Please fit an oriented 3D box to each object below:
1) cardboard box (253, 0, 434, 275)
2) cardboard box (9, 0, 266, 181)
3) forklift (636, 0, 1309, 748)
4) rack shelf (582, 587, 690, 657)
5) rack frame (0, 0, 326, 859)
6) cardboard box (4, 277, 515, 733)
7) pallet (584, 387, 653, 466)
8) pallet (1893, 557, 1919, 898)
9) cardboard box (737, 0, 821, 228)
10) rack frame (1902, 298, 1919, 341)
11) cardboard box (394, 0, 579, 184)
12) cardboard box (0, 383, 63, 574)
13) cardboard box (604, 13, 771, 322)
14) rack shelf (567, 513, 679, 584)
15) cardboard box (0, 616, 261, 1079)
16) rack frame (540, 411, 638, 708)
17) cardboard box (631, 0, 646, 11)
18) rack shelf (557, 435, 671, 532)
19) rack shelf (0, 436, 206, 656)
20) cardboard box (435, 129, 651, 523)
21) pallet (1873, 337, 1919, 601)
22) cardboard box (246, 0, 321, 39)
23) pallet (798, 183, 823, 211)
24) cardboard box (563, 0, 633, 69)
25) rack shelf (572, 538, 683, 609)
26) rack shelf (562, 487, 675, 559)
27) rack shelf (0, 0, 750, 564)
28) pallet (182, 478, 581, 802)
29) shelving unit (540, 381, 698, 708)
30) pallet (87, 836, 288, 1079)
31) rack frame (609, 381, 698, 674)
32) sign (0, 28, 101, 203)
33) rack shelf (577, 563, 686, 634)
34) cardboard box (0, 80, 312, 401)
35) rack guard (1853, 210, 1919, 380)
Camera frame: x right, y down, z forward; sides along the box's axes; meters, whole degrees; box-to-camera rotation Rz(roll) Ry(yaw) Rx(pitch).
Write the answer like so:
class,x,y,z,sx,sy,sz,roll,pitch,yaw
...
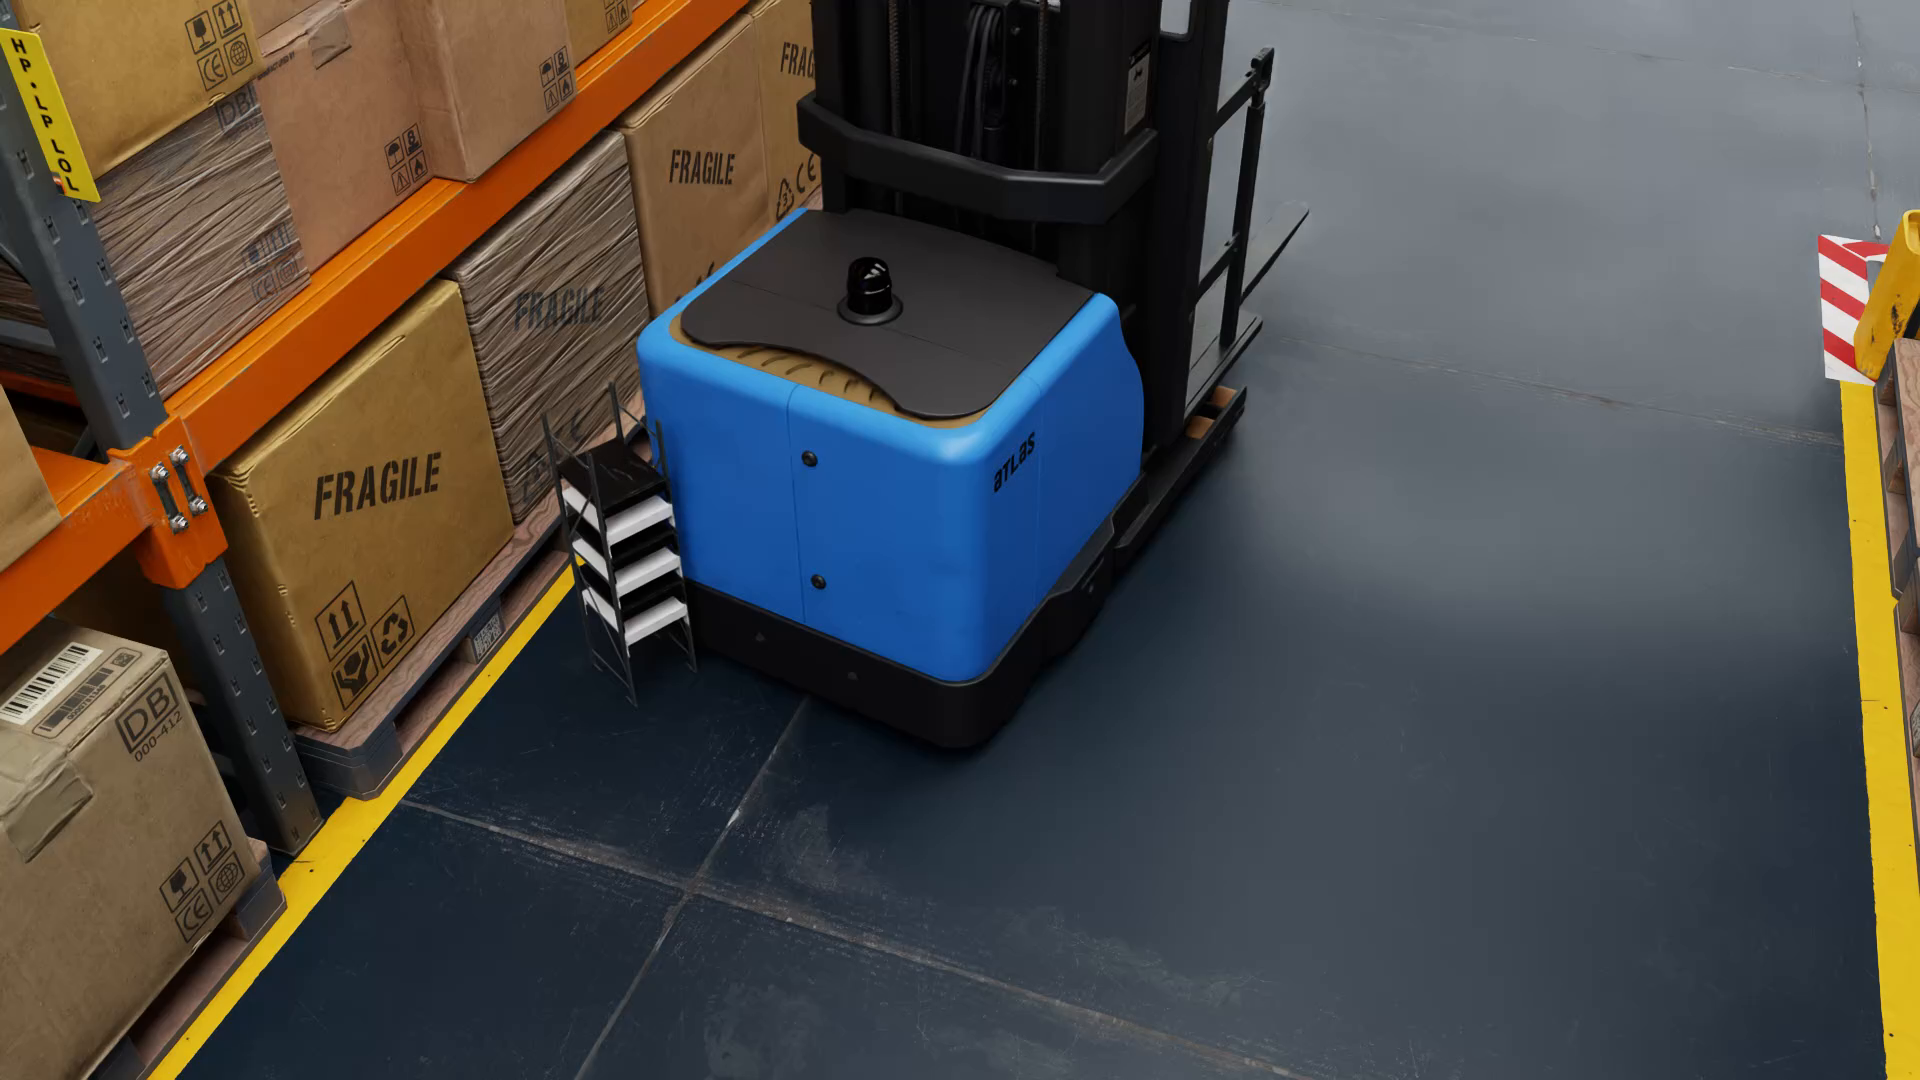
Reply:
class,x,y,z,sx,sy,sz,roll,pitch,yaw
cardboard box,-1.878,-1.092,4.104,0.875,0.550,0.550,13,42,15
cardboard box,-2.001,-1.152,3.342,0.875,0.550,0.550,13,42,15
forklift,0.317,-1.497,4.746,1.130,2.935,3.031,20,44,22
rack shelf,-0.915,0.191,4.662,0.200,0.077,0.258,-29,49,-30
rack frame,-2.160,-0.467,3.487,1.000,3.000,0.127,13,42,15
cardboard box,-1.879,-0.187,4.471,0.875,0.875,0.875,14,42,16
pallet,-1.411,-0.599,5.790,1.003,0.211,1.213,13,42,15
pallet,3.079,0.592,4.393,1.003,0.211,1.213,13,42,15
cardboard box,-0.962,-1.830,6.397,0.875,0.875,0.875,14,42,15
rack frame,3.834,-1.744,4.984,1.000,3.000,0.127,13,42,15
cardboard box,-1.583,-1.396,4.459,0.875,0.550,0.550,13,42,15
cardboard box,-2.087,-0.128,3.011,0.500,0.500,0.500,13,42,15
cardboard box,-1.261,-1.293,5.768,0.875,0.875,0.875,13,42,14
rack shelf,-0.915,-0.015,4.486,0.200,0.077,0.258,-29,49,-30
cardboard box,-2.287,0.627,3.613,1.050,0.750,0.750,13,42,15
rack frame,-0.992,0.072,4.473,0.006,0.900,0.240,-29,49,-30
cardboard box,-1.353,-2.074,5.254,0.875,0.550,0.550,13,42,15
rack shelf,-0.915,-0.151,4.369,0.200,0.077,0.258,-29,49,-30
rack shelf,-2.844,1.026,2.290,1.077,0.370,4.000,13,42,15
cardboard box,-1.574,-0.737,5.117,0.875,0.875,0.875,14,42,15
pallet,3.497,-0.150,5.263,1.003,0.211,1.213,13,42,15
cardboard box,-1.922,-1.514,3.766,0.875,0.550,0.550,13,42,15
pallet,-0.992,-1.341,6.659,1.003,0.211,1.213,13,42,15
cardboard box,-1.496,-1.741,4.864,0.875,0.550,0.500,13,42,15
rack shelf,-0.915,0.054,4.545,0.200,0.077,0.258,-29,49,-30
rack shelf,-0.915,-0.083,4.428,0.200,0.077,0.258,-29,49,-30
rack shelf,-1.476,-1.413,5.150,1.077,0.370,4.000,13,42,15
pallet,-1.826,0.147,4.915,1.003,0.211,1.213,13,42,15
shelving unit,-0.915,0.028,4.523,0.210,0.900,0.258,-29,49,-30
pallet,-2.353,1.081,3.820,1.003,0.211,1.213,13,42,15
rack frame,-0.838,-0.015,4.574,0.006,0.900,0.240,-29,49,-30
sign,-1.647,-0.763,3.002,0.100,0.325,0.005,13,42,15
rack shelf,-0.915,0.122,4.603,0.200,0.077,0.258,-29,49,-30
cardboard box,-2.045,-0.752,3.705,0.875,0.550,0.550,13,42,15
rack guard,3.808,-0.747,5.741,1.175,0.500,0.348,13,42,15
